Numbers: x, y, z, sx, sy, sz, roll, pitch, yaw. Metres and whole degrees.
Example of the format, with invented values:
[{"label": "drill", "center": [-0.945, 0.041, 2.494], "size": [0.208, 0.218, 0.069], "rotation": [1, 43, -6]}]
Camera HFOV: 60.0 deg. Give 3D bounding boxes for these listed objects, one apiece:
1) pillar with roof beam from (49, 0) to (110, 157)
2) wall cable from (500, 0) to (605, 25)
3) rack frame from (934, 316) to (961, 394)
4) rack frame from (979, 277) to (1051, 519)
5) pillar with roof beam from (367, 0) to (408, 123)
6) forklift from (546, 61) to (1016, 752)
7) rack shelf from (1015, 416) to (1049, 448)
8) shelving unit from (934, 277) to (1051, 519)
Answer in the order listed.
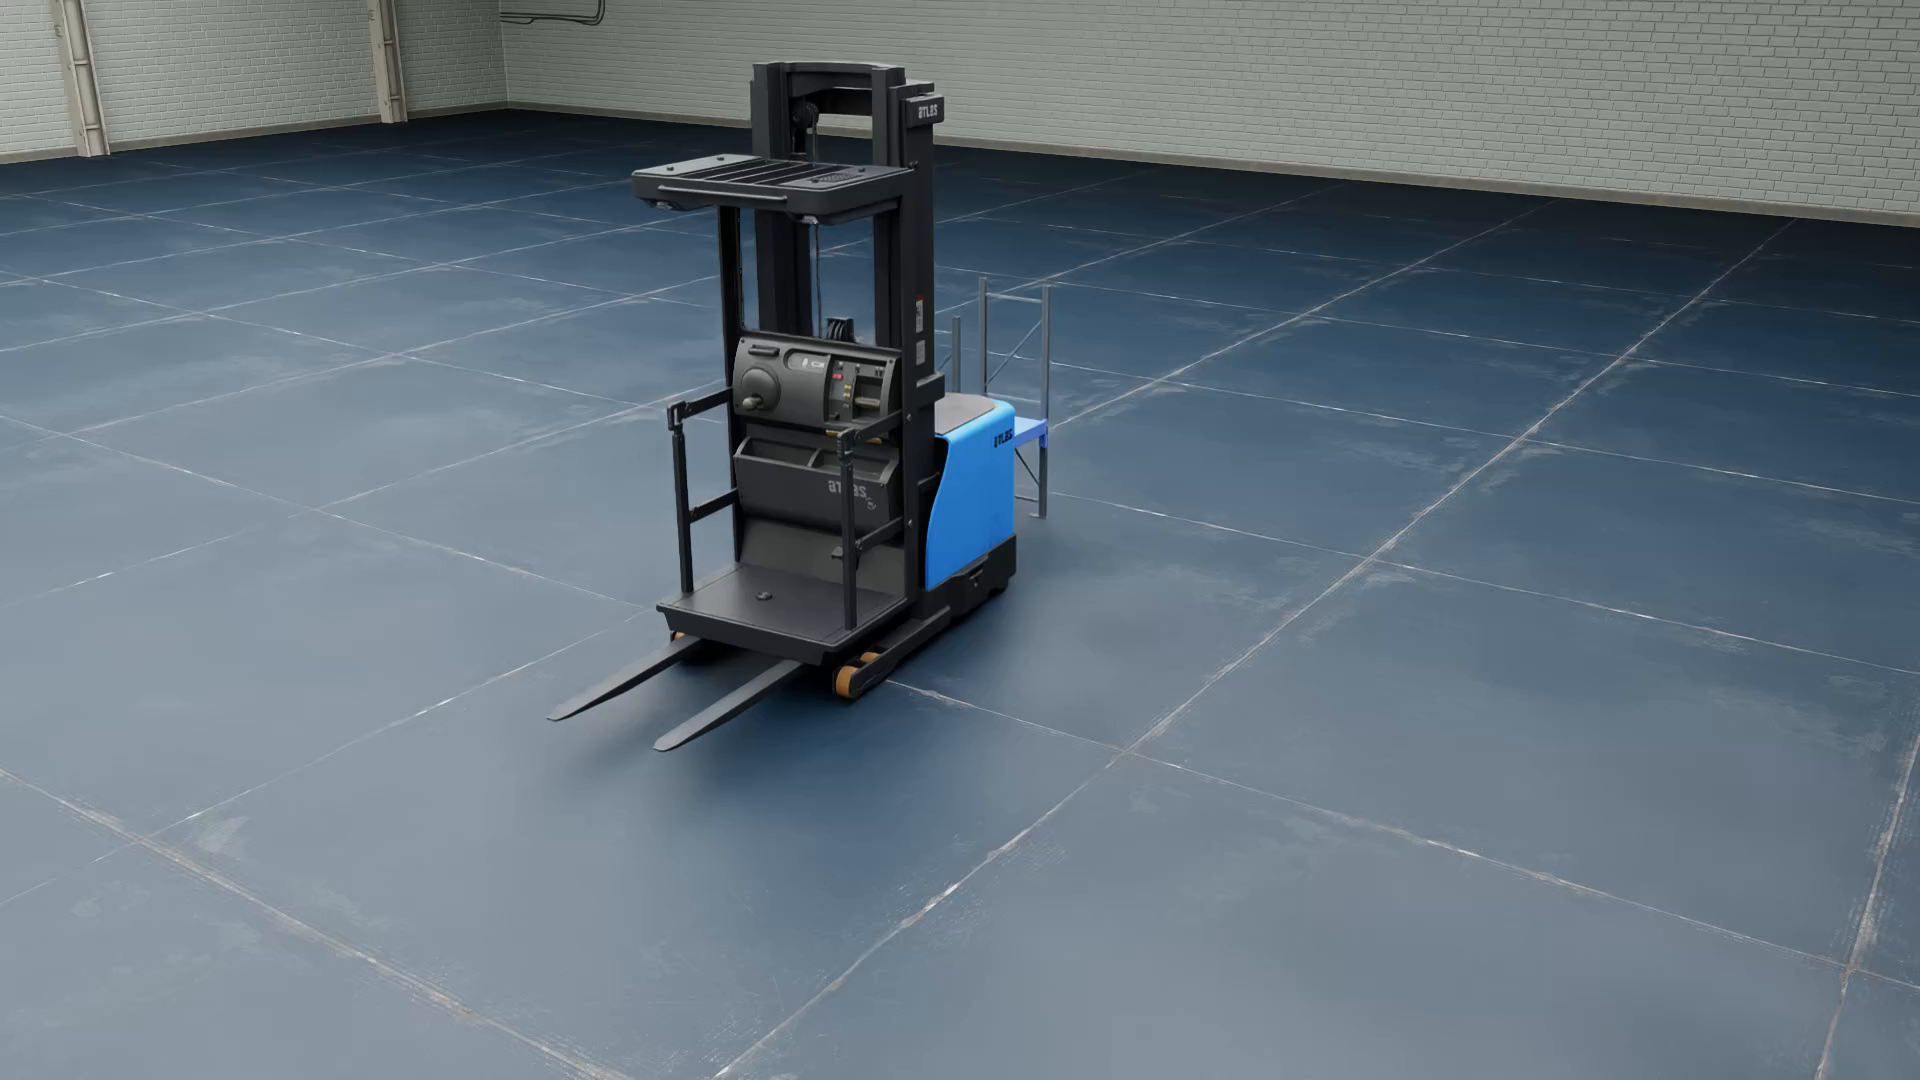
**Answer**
[{"label": "pillar with roof beam", "center": [-10.729, -9.734, 23.609], "size": [9.100, 9.000, 0.400], "rotation": [13, 24, 32]}, {"label": "wall cable", "center": [-8.167, -11.426, 32.660], "size": [3.097, 2.526, 0.112], "rotation": [13, 24, 32]}, {"label": "rack frame", "center": [-0.213, -0.594, 9.708], "size": [0.500, 1.500, 0.032], "rotation": [13, 24, 31]}, {"label": "rack frame", "center": [0.337, -0.890, 10.509], "size": [0.500, 1.500, 0.032], "rotation": [13, 24, 31]}, {"label": "pillar with roof beam", "center": [-7.356, -11.456, 28.263], "size": [9.100, 9.000, 0.400], "rotation": [13, 24, 32]}, {"label": "forklift", "center": [-0.834, -0.770, 8.122], "size": [1.130, 2.935, 3.031], "rotation": [11, 23, 27]}, {"label": "rack shelf", "center": [0.062, -0.573, 10.171], "size": [0.538, 0.185, 1.000], "rotation": [13, 24, 31]}, {"label": "shelving unit", "center": [0.062, -0.742, 10.109], "size": [0.538, 1.500, 1.048], "rotation": [13, 24, 31]}]
